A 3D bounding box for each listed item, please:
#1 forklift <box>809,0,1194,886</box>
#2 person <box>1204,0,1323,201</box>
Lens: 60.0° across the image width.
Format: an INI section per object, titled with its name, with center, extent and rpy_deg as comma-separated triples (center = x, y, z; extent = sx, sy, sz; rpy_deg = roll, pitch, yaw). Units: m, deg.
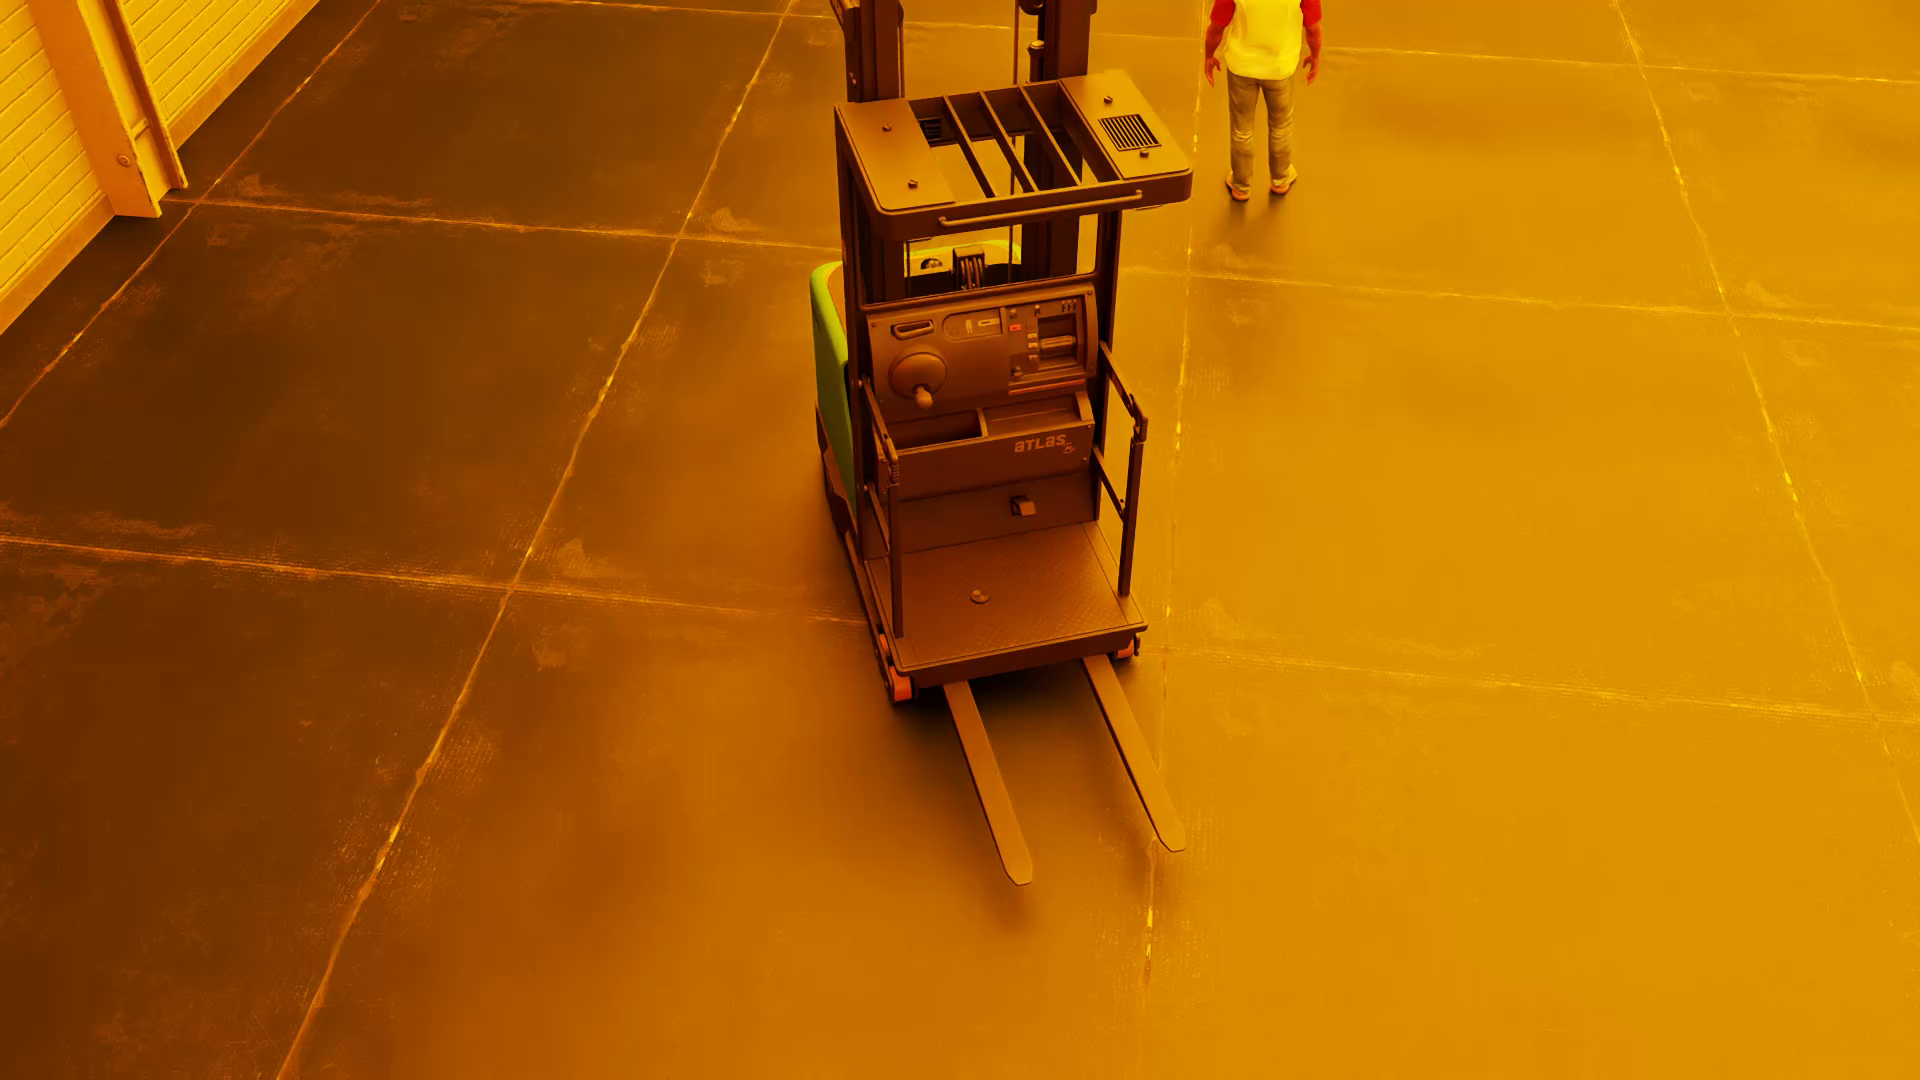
[forklift]
center = 0.153, -0.681, 6.465
extent = 1.130, 2.935, 3.031
rpy_deg = -10, 44, -11
[person]
center = 1.745, -2.799, 9.622
extent = 0.666, 1.765, 0.577
rpy_deg = 5, 43, 6
